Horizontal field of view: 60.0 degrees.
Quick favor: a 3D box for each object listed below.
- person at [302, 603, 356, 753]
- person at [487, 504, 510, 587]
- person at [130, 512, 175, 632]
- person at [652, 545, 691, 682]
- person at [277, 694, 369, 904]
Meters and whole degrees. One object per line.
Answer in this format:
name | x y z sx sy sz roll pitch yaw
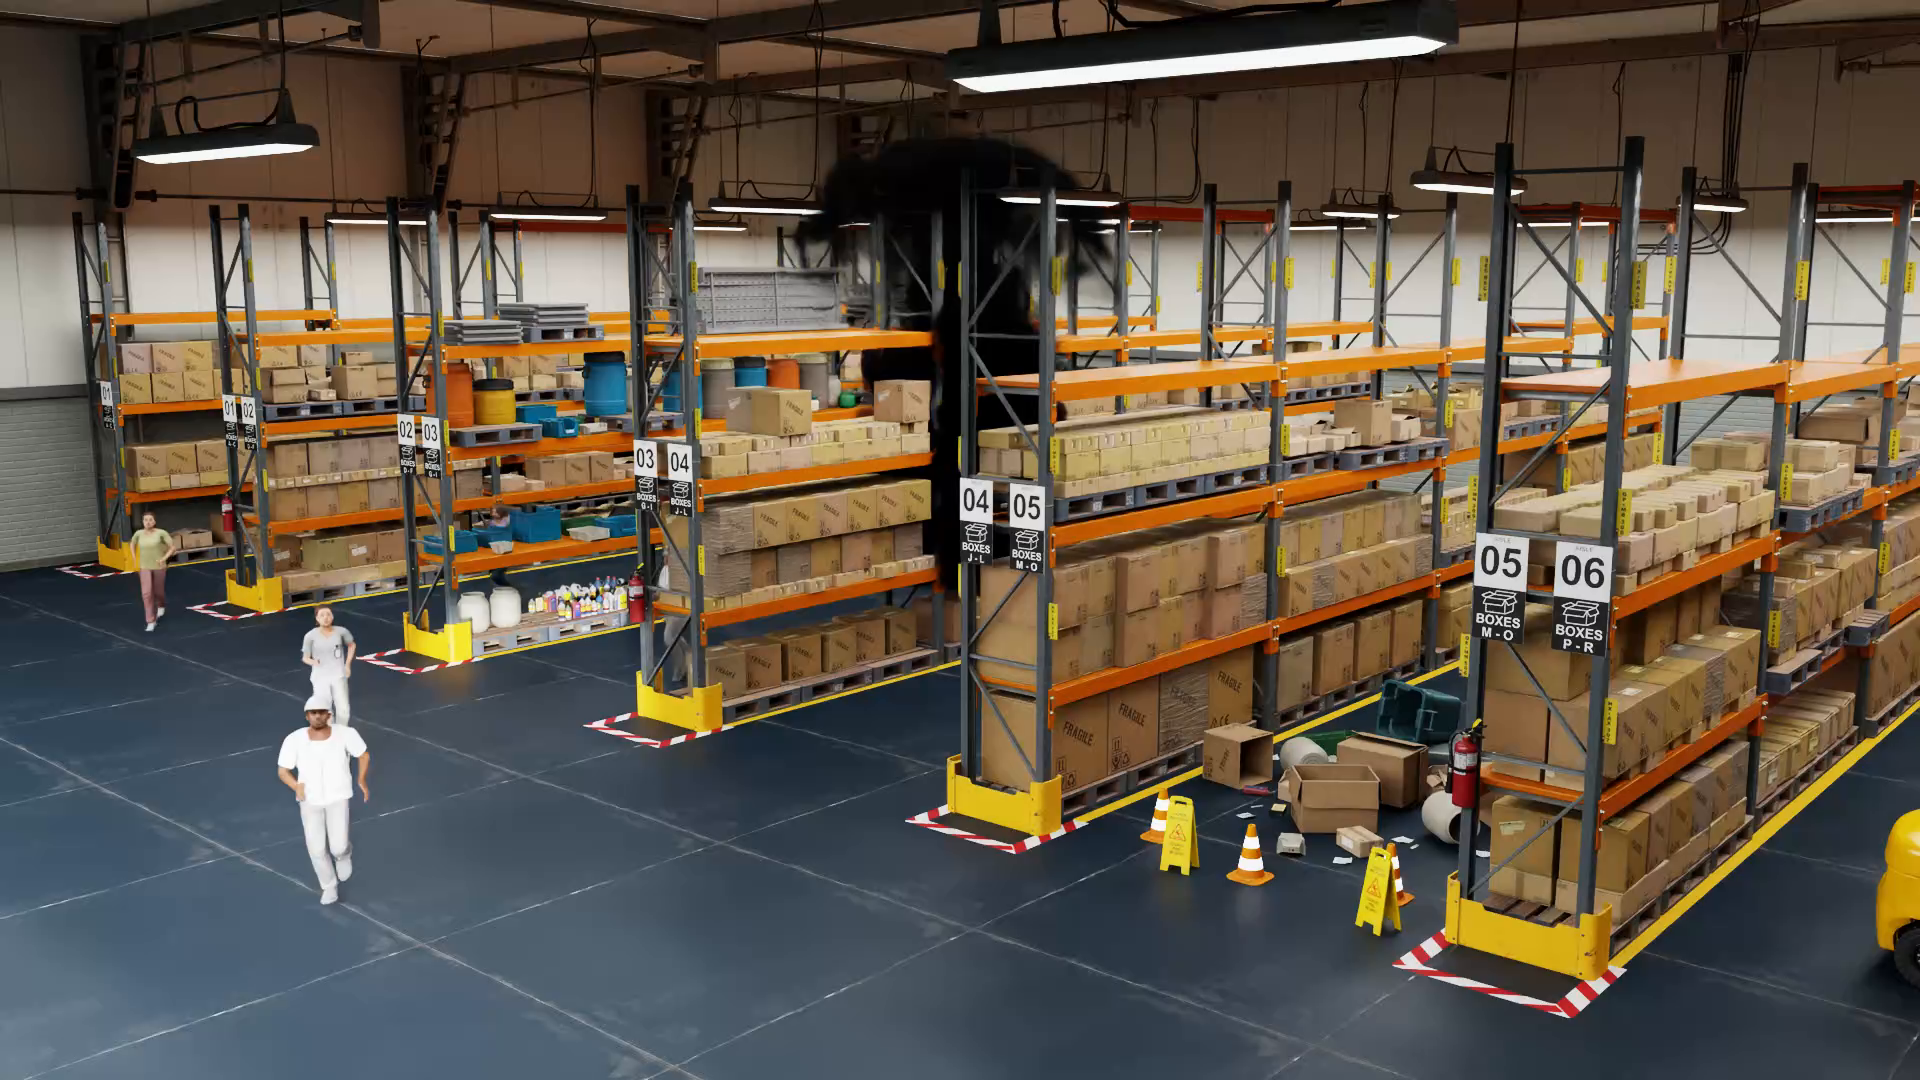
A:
person | -6.575 1.481 17.387 0.533 1.652 0.665 -4 10 -21
person | -6.882 0.256 24.882 0.510 1.578 0.644 5 11 26
person | -11.565 0.414 23.848 0.599 1.678 0.887 -3 10 -17
person | -3.547 0.921 20.772 0.589 1.756 0.723 8 12 39
person | -5.156 2.100 13.502 0.700 1.723 0.582 -3 10 -17
